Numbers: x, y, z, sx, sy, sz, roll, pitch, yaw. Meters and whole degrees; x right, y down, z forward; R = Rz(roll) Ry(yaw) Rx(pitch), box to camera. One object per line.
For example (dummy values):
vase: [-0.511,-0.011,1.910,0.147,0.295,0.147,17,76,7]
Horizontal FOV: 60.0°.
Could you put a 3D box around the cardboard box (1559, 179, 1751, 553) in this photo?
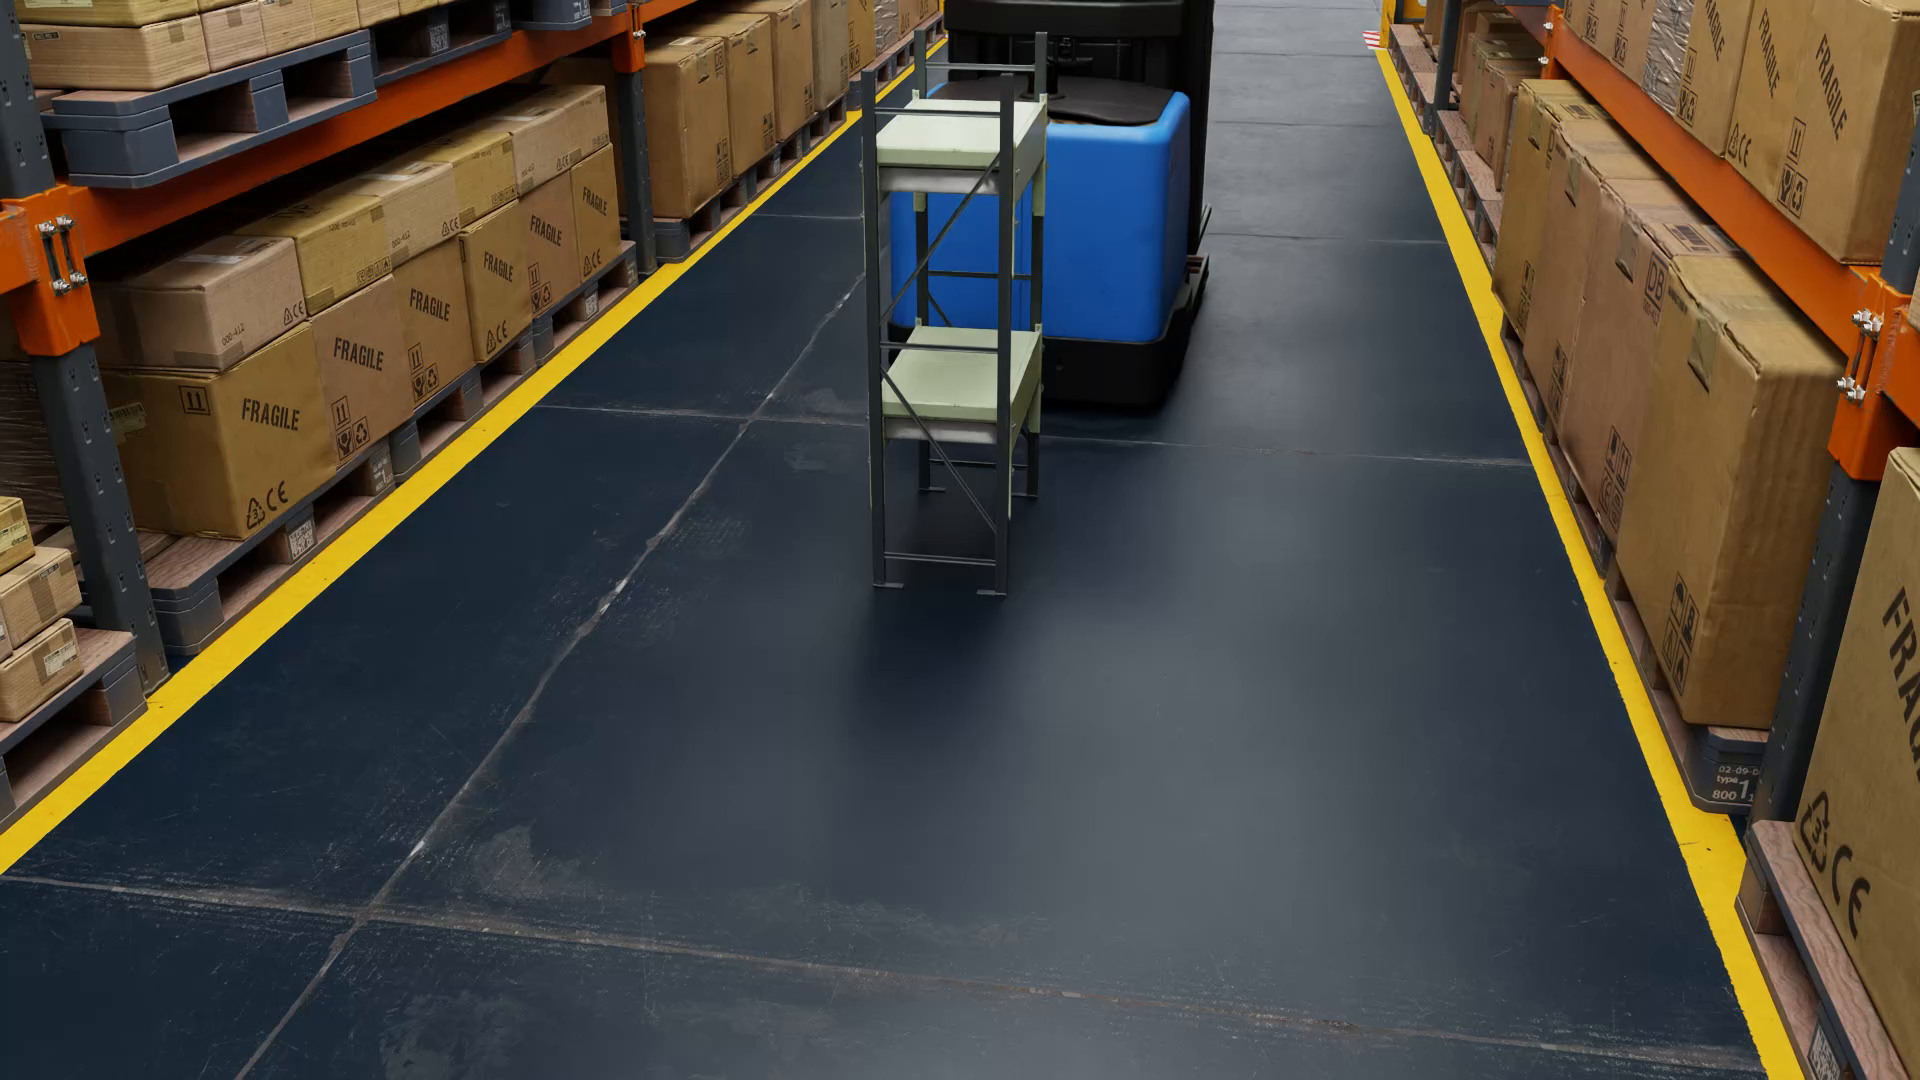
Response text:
cardboard box: [2.491,-0.481,4.750,1.225,0.875,0.875,3,25,7]

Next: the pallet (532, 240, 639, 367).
pallet: [-2.092,-1.079,7.307,1.003,0.211,1.213,4,25,9]

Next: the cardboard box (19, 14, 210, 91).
cardboard box: [-2.098,-1.205,4.088,0.380,0.149,0.250,3,25,6]

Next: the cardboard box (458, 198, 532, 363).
cardboard box: [-1.971,-0.995,6.290,0.500,0.500,0.500,3,25,6]

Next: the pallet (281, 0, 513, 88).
pallet: [-2.246,-1.751,5.680,1.003,0.211,1.213,4,25,9]

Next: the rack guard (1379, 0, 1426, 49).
rack guard: [4.209,-4.465,14.200,1.175,0.500,0.348,4,25,9]

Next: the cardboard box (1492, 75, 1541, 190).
cardboard box: [3.168,-2.102,8.633,0.700,0.500,0.500,6,26,13]

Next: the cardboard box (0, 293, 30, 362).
cardboard box: [-2.744,-0.723,4.825,0.500,0.250,0.500,3,25,7]

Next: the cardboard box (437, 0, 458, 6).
cardboard box: [-1.846,-1.857,5.480,0.380,0.149,0.250,3,25,6]

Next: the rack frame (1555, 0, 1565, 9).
rack frame: [2.914,-2.283,6.589,1.000,3.000,0.127,4,25,9]

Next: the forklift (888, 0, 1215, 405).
forklift: [0.543,-2.426,6.975,1.130,2.935,3.031,5,26,11]

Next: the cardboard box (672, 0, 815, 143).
cardboard box: [-1.483,-2.844,9.947,1.050,0.750,0.750,4,25,9]

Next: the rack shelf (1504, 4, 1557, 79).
rack shelf: [3.241,-2.794,8.529,1.077,0.370,4.000,4,25,9]

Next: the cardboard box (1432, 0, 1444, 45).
cardboard box: [4.039,-4.175,13.084,0.500,0.500,0.500,11,27,22]

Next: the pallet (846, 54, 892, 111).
pallet: [-1.107,-3.392,12.247,1.003,0.211,1.213,4,25,9]

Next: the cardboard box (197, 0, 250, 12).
cardboard box: [-2.058,-1.449,4.257,0.380,0.149,0.250,4,25,7]

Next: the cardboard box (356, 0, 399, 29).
cardboard box: [-1.930,-1.637,5.011,0.380,0.149,0.250,3,25,6]

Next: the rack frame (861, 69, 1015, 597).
rack frame: [-0.059,-0.529,4.611,0.400,1.500,0.023,4,25,9]

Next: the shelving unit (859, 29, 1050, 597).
shelving unit: [0.001,-0.682,4.938,0.431,1.500,0.755,4,25,9]

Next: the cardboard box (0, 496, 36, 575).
cardboard box: [-2.417,0.002,3.873,0.380,0.149,0.250,5,25,10]

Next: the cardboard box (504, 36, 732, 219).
cardboard box: [-1.774,-2.089,8.333,1.050,0.750,0.750,4,25,8]

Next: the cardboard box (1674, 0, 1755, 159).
cardboard box: [2.234,-1.296,4.362,0.500,0.500,0.500,4,25,8]

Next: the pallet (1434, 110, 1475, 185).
pallet: [3.442,-2.367,10.059,1.003,0.211,1.213,4,25,9]

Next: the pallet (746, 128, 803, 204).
pallet: [-1.558,-2.239,9.785,1.003,0.211,1.213,4,25,9]

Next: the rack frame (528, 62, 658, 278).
rack frame: [-1.962,-2.669,7.414,1.000,3.000,0.127,4,25,9]

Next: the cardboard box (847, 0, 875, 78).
cardboard box: [-1.137,-3.828,11.901,0.875,0.875,0.875,4,25,9]

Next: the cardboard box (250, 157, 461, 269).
cardboard box: [-2.062,-1.120,5.674,0.500,0.250,0.500,5,26,11]

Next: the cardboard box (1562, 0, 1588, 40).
cardboard box: [2.566,-2.144,6.174,0.500,0.500,0.500,5,26,10]

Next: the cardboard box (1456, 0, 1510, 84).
cardboard box: [3.759,-3.419,11.469,0.500,0.500,0.500,13,28,25]

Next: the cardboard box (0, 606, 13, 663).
cardboard box: [-2.386,0.238,3.720,0.380,0.149,0.250,3,25,6]

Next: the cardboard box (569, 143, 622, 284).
cardboard box: [-1.812,-1.434,7.228,0.500,0.500,0.500,4,25,8]

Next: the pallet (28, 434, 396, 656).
pallet: [-2.490,-0.059,5.127,1.003,0.211,1.213,4,25,9]

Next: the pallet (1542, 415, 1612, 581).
pallet: [2.509,-0.187,5.400,1.003,0.211,1.213,4,25,9]

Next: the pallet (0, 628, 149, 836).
pallet: [-2.691,0.550,3.826,1.003,0.211,1.213,4,25,9]

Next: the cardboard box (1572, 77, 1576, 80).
cardboard box: [2.994,-1.972,7.470,0.500,0.250,0.500,5,26,11]

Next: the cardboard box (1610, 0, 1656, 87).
cardboard box: [2.404,-1.714,5.255,0.500,0.500,0.500,4,25,8]

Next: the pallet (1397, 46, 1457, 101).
pallet: [3.840,-3.488,12.453,1.003,0.211,1.213,4,25,9]

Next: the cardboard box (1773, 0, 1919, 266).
cardboard box: [2.068,-0.870,3.453,0.500,0.500,0.500,4,25,9]

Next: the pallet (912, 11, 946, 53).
pallet: [-0.708,-4.412,14.427,1.003,0.211,1.213,4,25,9]

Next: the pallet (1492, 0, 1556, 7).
pallet: [2.926,-2.502,7.283,1.213,0.211,1.003,4,25,9]

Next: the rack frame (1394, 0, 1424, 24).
rack frame: [4.222,-5.629,13.738,1.000,3.000,0.127,4,25,9]

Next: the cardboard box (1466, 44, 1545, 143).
cardboard box: [3.350,-2.570,9.631,0.700,0.500,0.500,4,25,8]

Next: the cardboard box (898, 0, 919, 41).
cardboard box: [-0.842,-4.587,13.521,0.875,0.875,0.875,4,25,8]

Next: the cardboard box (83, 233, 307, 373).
cardboard box: [-2.235,-0.685,4.743,0.500,0.250,0.500,3,25,6]

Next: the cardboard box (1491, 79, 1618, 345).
cardboard box: [2.781,-1.224,6.337,1.225,0.875,0.875,3,25,6]

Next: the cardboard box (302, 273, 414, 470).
cardboard box: [-2.149,-0.566,5.375,0.500,0.500,0.500,5,26,11]

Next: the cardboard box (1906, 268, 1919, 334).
cardboard box: [1.884,-0.396,2.854,0.380,0.149,0.250,4,25,9]

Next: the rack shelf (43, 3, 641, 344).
rack shelf: [-2.289,-1.507,5.779,1.077,0.370,4.000,4,25,9]

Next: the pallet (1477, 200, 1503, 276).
pallet: [3.044,-1.347,7.879,1.003,0.211,1.213,4,25,9]

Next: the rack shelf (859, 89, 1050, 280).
rack shelf: [0.001,-1.036,4.773,0.431,0.370,0.720,4,25,9]

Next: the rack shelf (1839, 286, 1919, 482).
rack shelf: [1.934,0.552,1.381,1.077,0.370,4.000,4,25,9]

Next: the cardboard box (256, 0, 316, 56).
cardboard box: [-2.014,-1.426,4.559,0.380,0.149,0.250,4,25,9]

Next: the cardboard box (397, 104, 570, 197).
cardboard box: [-1.887,-1.551,6.593,0.500,0.250,0.500,4,25,9]
